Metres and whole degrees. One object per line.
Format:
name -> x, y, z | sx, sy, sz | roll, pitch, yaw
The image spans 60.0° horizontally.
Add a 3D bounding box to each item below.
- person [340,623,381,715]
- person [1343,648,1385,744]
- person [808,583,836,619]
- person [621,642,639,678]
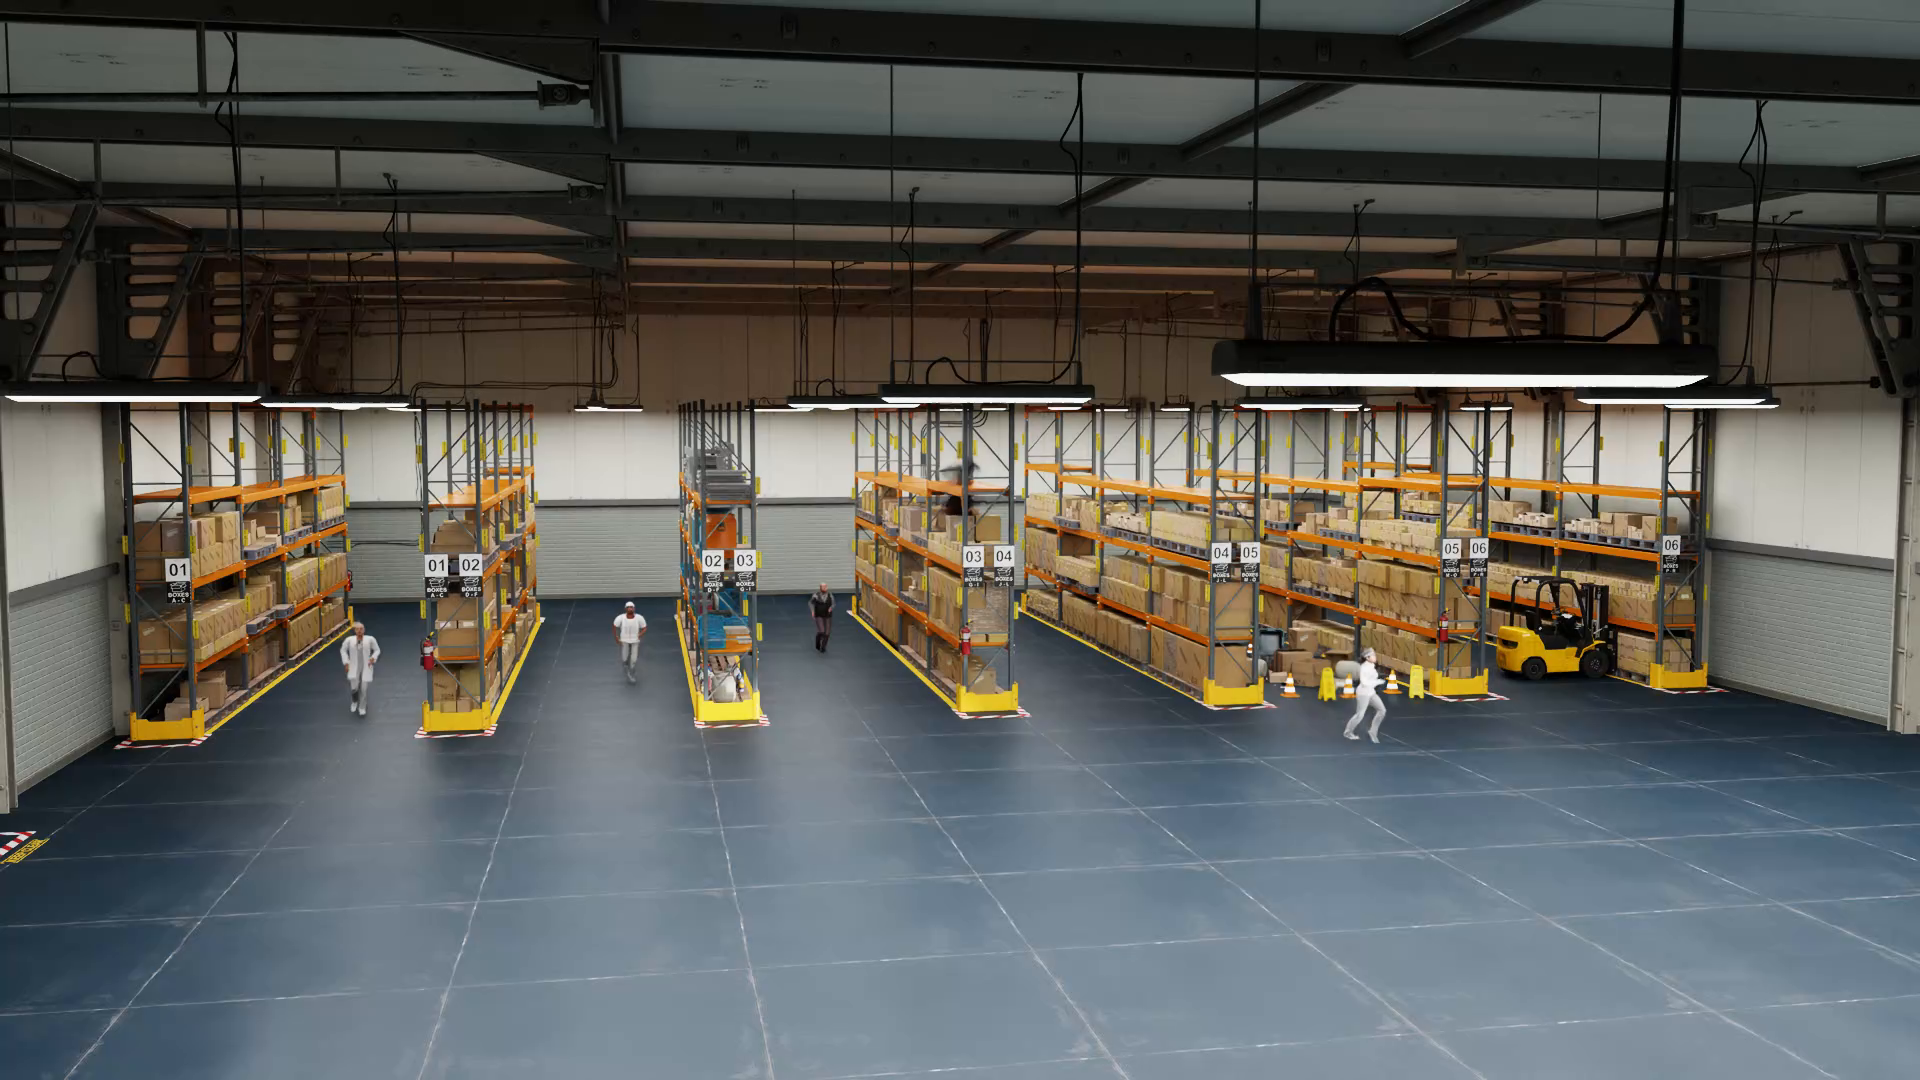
person -> -11.421, 2.460, 31.706 | 0.722, 1.746, 0.628 | -2, 5, -20
person -> 7.033, 2.709, 28.911 | 0.752, 1.714, 0.594 | 3, 5, 35
person -> -3.267, 1.463, 39.834 | 0.644, 0.866, 0.587 | -2, 5, -21
person -> -7.058, 2.539, 35.592 | 0.388, 0.871, 0.506 | -1, 4, -11
